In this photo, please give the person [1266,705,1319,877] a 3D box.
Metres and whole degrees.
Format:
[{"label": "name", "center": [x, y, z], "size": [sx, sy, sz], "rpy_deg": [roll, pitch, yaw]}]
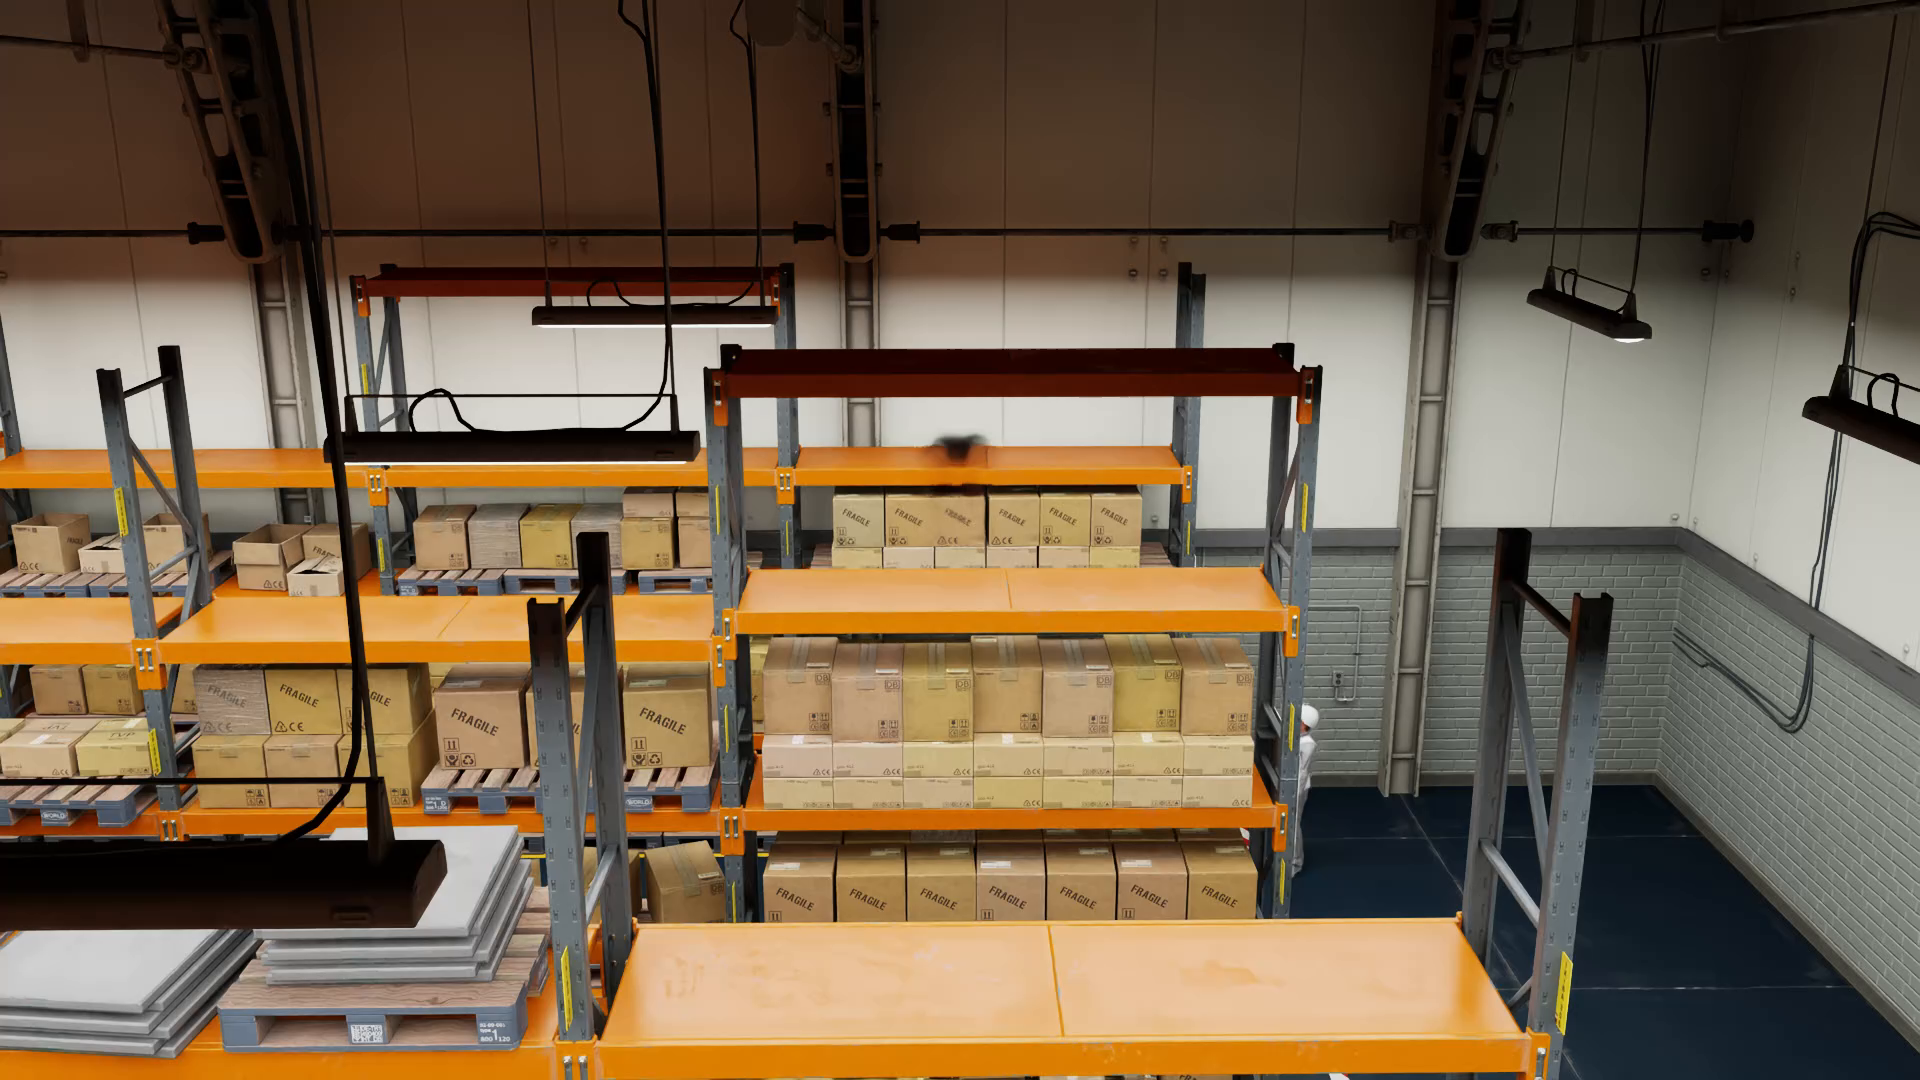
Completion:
[{"label": "person", "center": [3.346, 2.510, 16.876], "size": [0.433, 1.789, 0.568], "rpy_deg": [-7, 18, -22]}]
